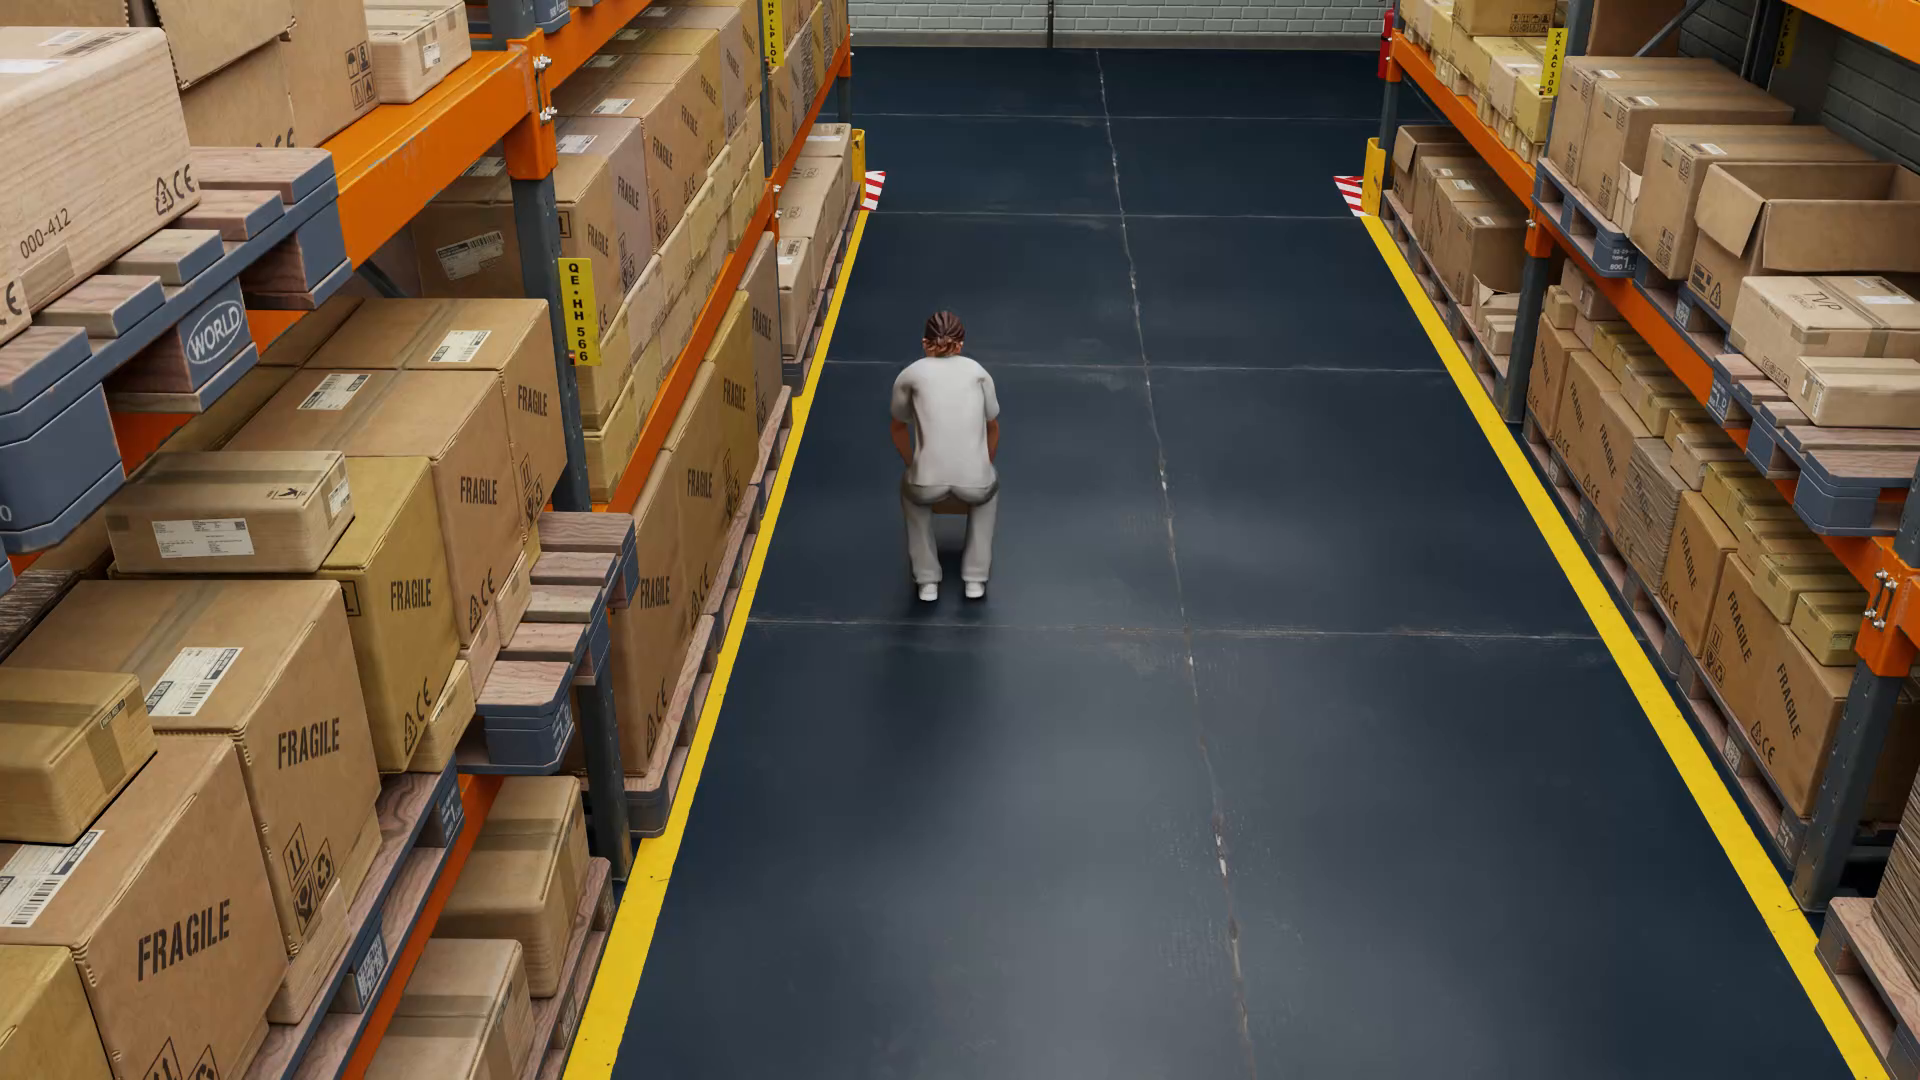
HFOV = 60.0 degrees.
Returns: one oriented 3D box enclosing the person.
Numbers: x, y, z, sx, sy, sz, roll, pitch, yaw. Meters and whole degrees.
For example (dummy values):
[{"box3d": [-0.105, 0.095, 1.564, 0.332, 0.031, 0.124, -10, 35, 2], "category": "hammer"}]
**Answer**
[{"box3d": [-0.069, -0.344, 7.283, 0.491, 1.194, 0.724, 1, 28, 2], "category": "person"}]
